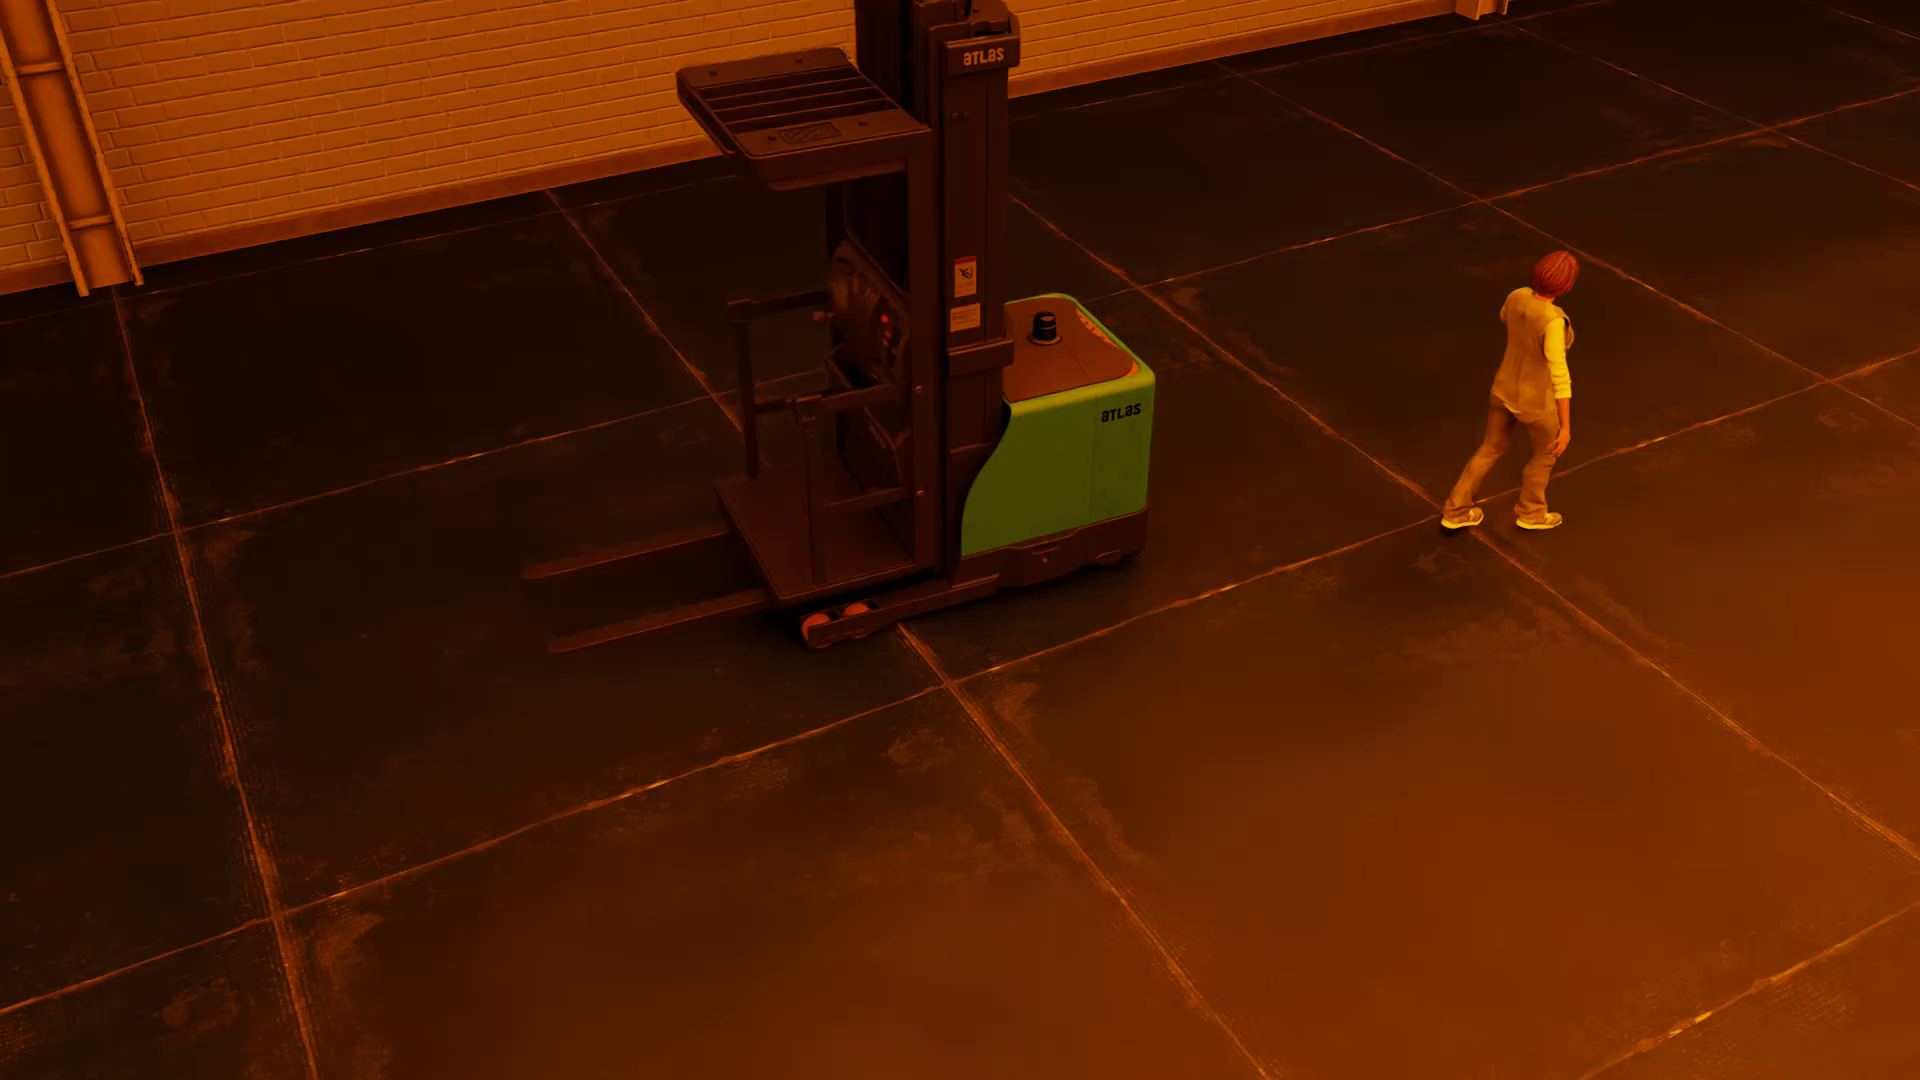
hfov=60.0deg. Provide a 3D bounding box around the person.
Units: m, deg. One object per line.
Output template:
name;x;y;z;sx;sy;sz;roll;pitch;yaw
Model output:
person;2.869;-0.703;8.310;0.708;1.579;0.822;-15;38;-20

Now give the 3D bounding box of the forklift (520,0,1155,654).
forklift;-0.612;-1.027;7.576;3.031;2.935;1.130;-14;38;-19
